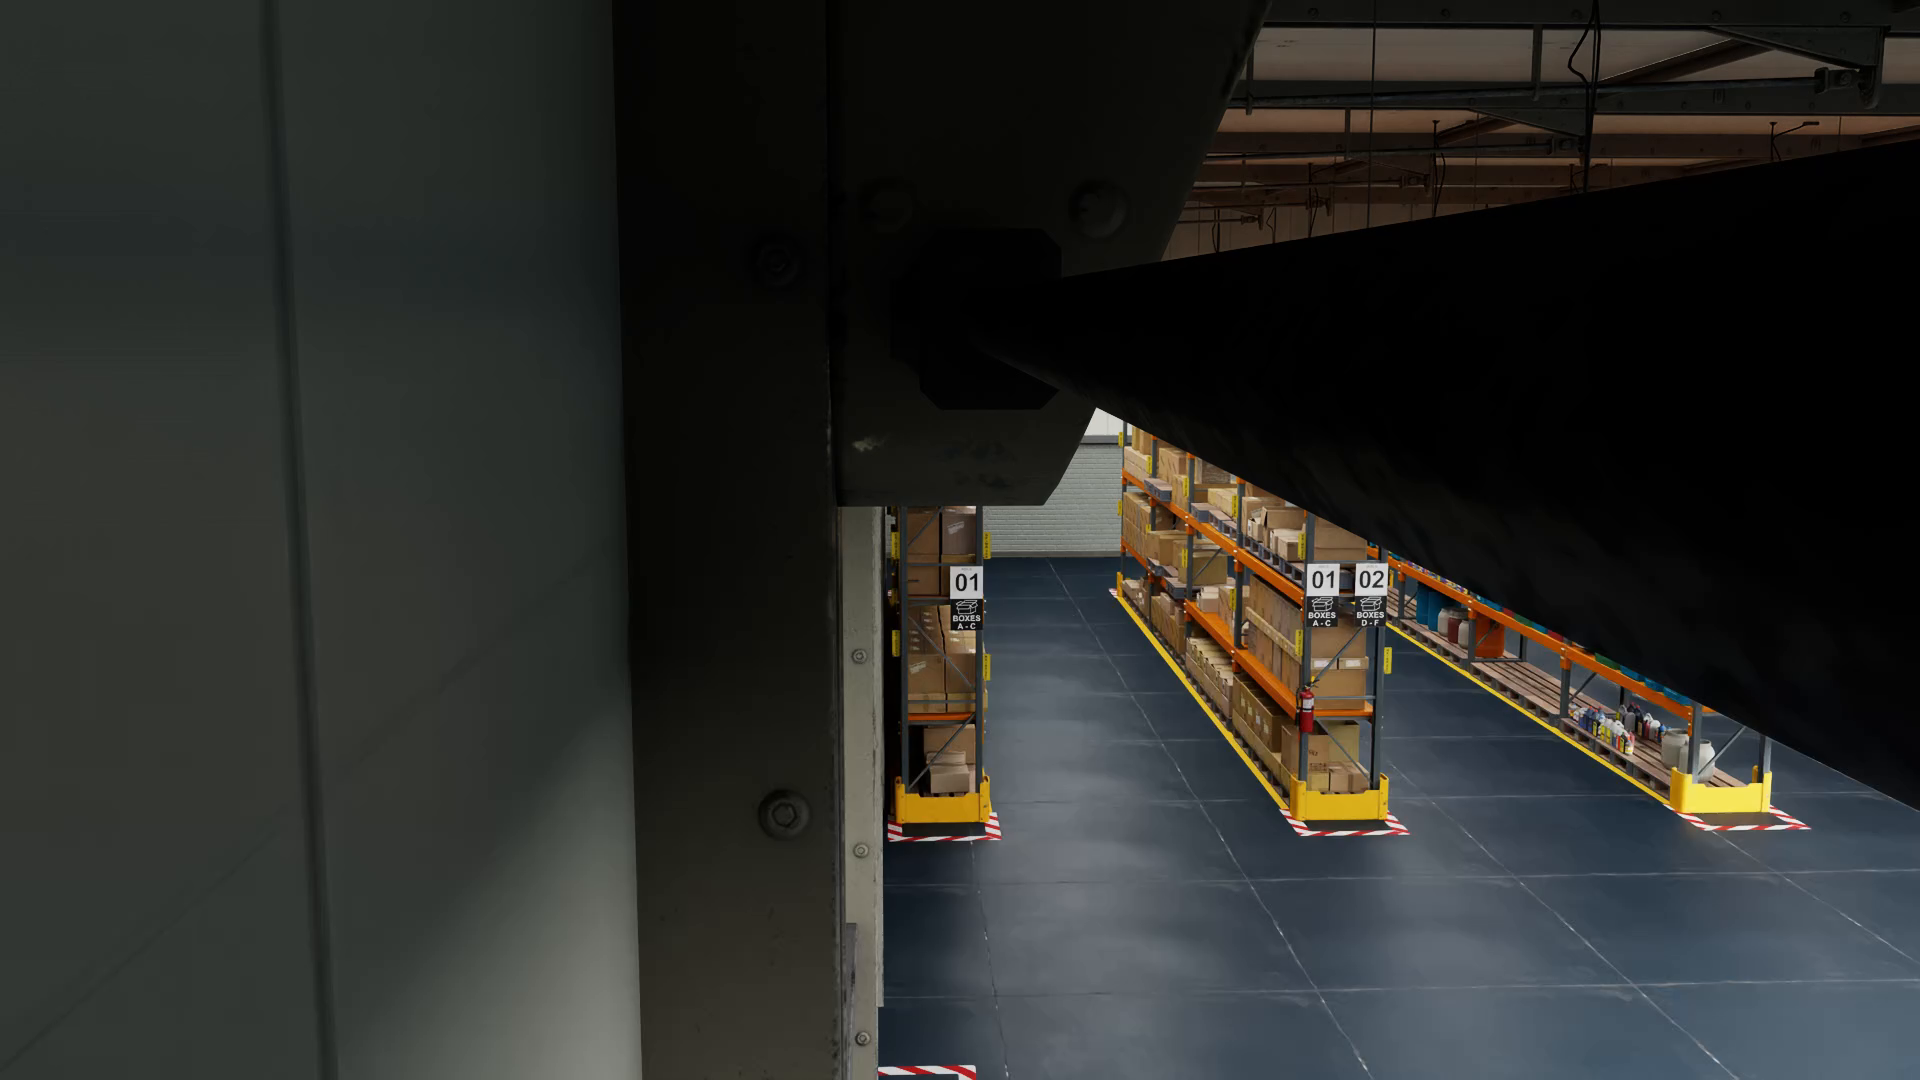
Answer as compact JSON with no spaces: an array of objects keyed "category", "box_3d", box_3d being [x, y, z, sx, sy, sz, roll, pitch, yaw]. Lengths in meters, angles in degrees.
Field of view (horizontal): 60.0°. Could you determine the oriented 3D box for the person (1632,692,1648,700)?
[{"category":"person","box_3d":[11.133,1.738,26.977,0.480,1.689,0.379,6,10,36]}]
